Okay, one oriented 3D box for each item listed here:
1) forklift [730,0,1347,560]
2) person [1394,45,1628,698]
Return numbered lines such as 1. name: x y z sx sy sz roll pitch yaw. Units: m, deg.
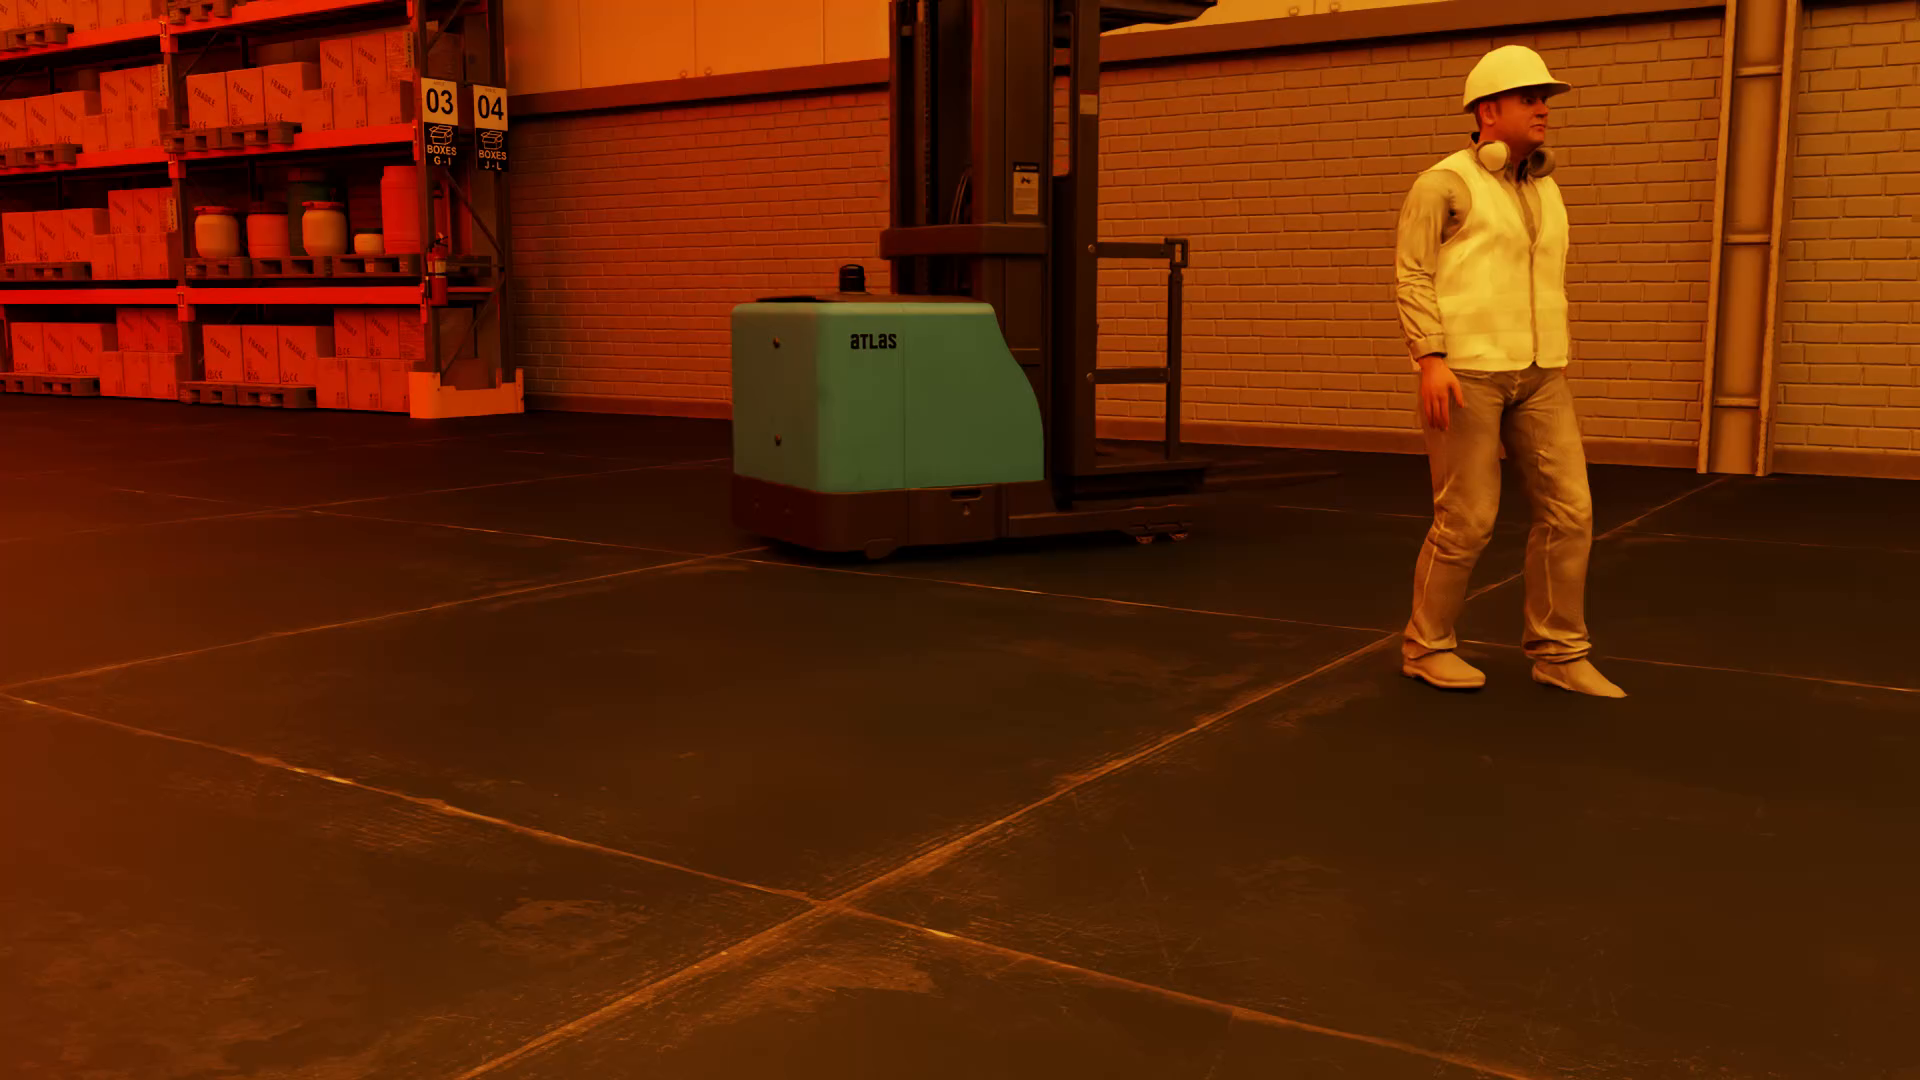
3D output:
1. forklift: 0.488 -1.498 7.730 3.031 2.935 1.130 -5 9 -31
2. person: 1.513 -0.438 4.576 0.615 1.806 0.527 -4 9 -25
